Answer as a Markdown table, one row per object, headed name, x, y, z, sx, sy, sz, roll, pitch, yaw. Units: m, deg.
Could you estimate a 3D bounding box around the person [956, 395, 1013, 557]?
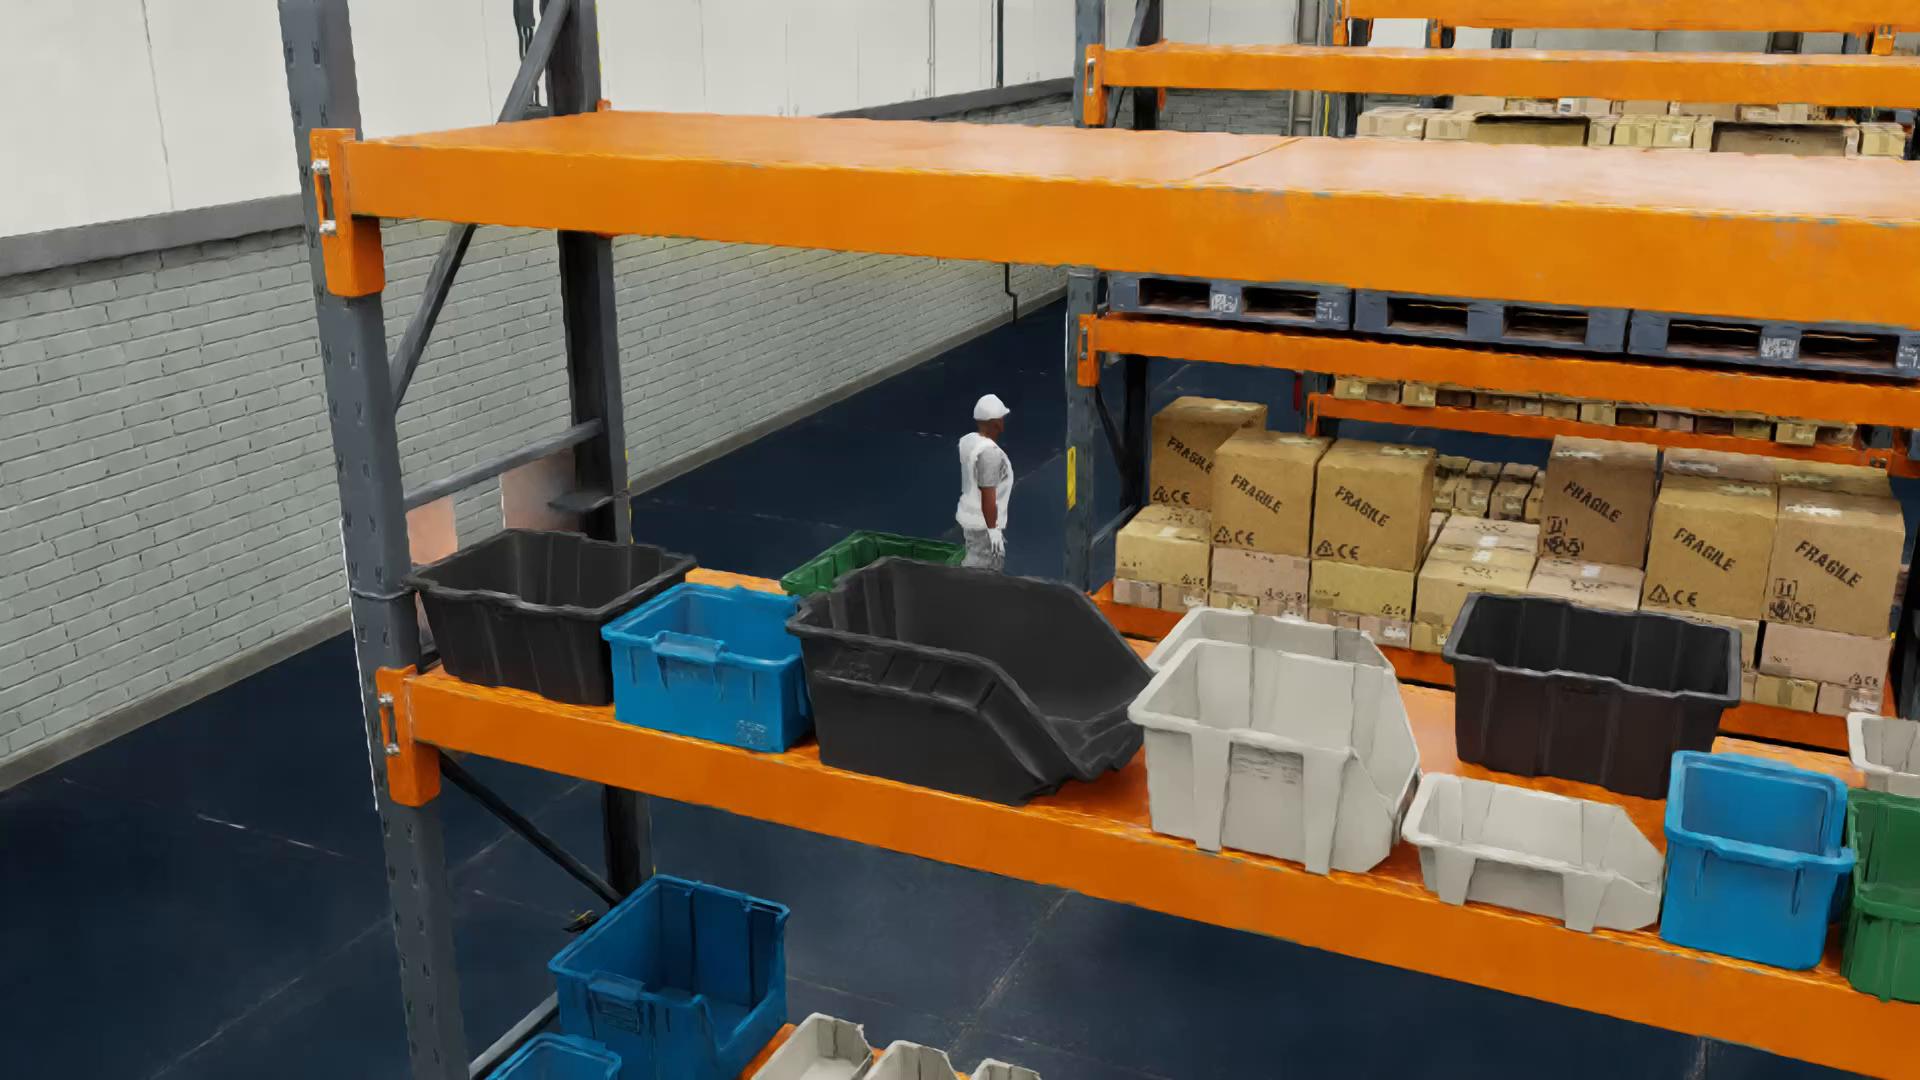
| name | x | y | z | sx | sy | sz | roll | pitch | yaw |
| --- | --- | --- | --- | --- | --- | --- | --- | --- | --- |
| person | 0.143 | -0.110 | 11.356 | 0.568 | 1.777 | 0.574 | -3 | 19 | -9 |
